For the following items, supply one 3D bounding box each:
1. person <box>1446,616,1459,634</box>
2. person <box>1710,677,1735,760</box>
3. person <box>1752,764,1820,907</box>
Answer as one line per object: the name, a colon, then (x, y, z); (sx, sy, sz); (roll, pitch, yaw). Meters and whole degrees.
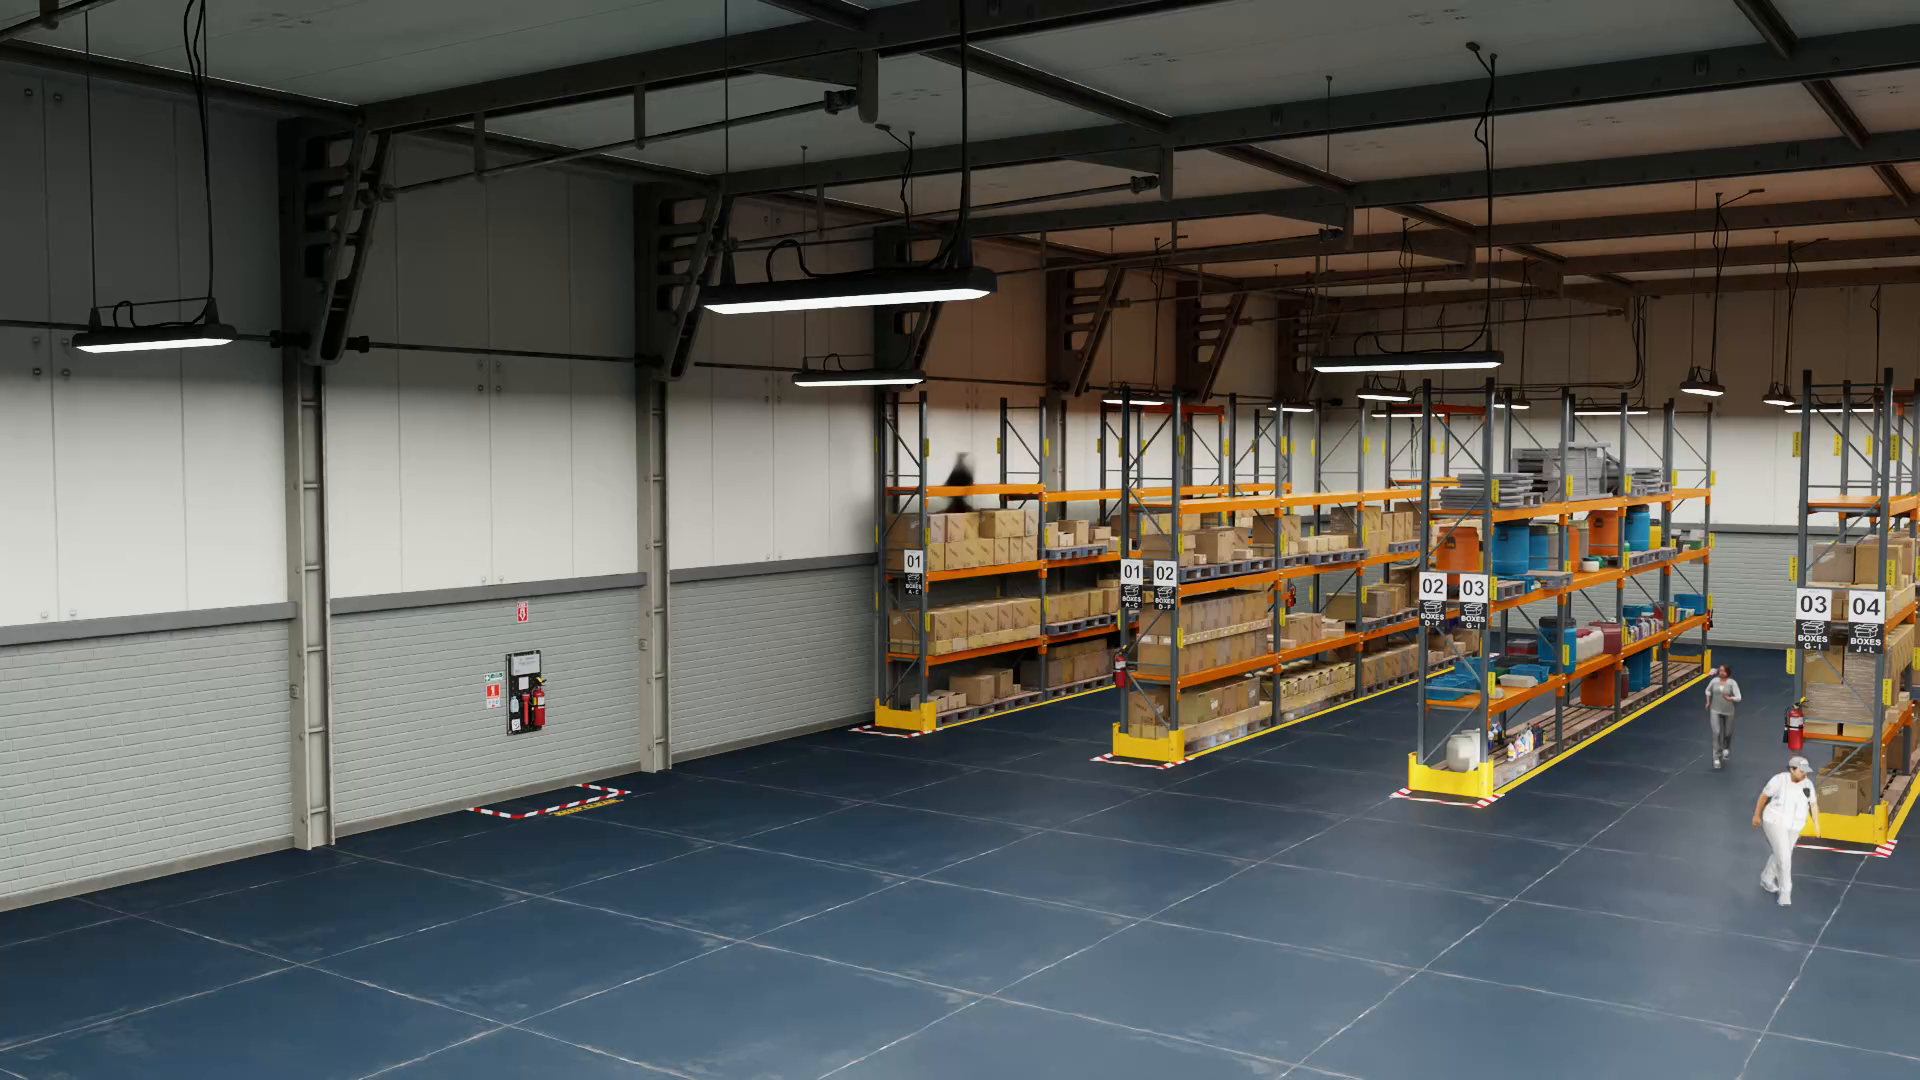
person: (12.329, 1.983, 41.096); (0.594, 1.452, 0.969); (-2, 4, -35)
person: (11.987, 2.795, 26.143); (0.348, 1.275, 0.748); (1, 3, 25)
person: (9.161, 3.182, 18.467); (0.571, 1.614, 0.757); (0, 3, -5)
